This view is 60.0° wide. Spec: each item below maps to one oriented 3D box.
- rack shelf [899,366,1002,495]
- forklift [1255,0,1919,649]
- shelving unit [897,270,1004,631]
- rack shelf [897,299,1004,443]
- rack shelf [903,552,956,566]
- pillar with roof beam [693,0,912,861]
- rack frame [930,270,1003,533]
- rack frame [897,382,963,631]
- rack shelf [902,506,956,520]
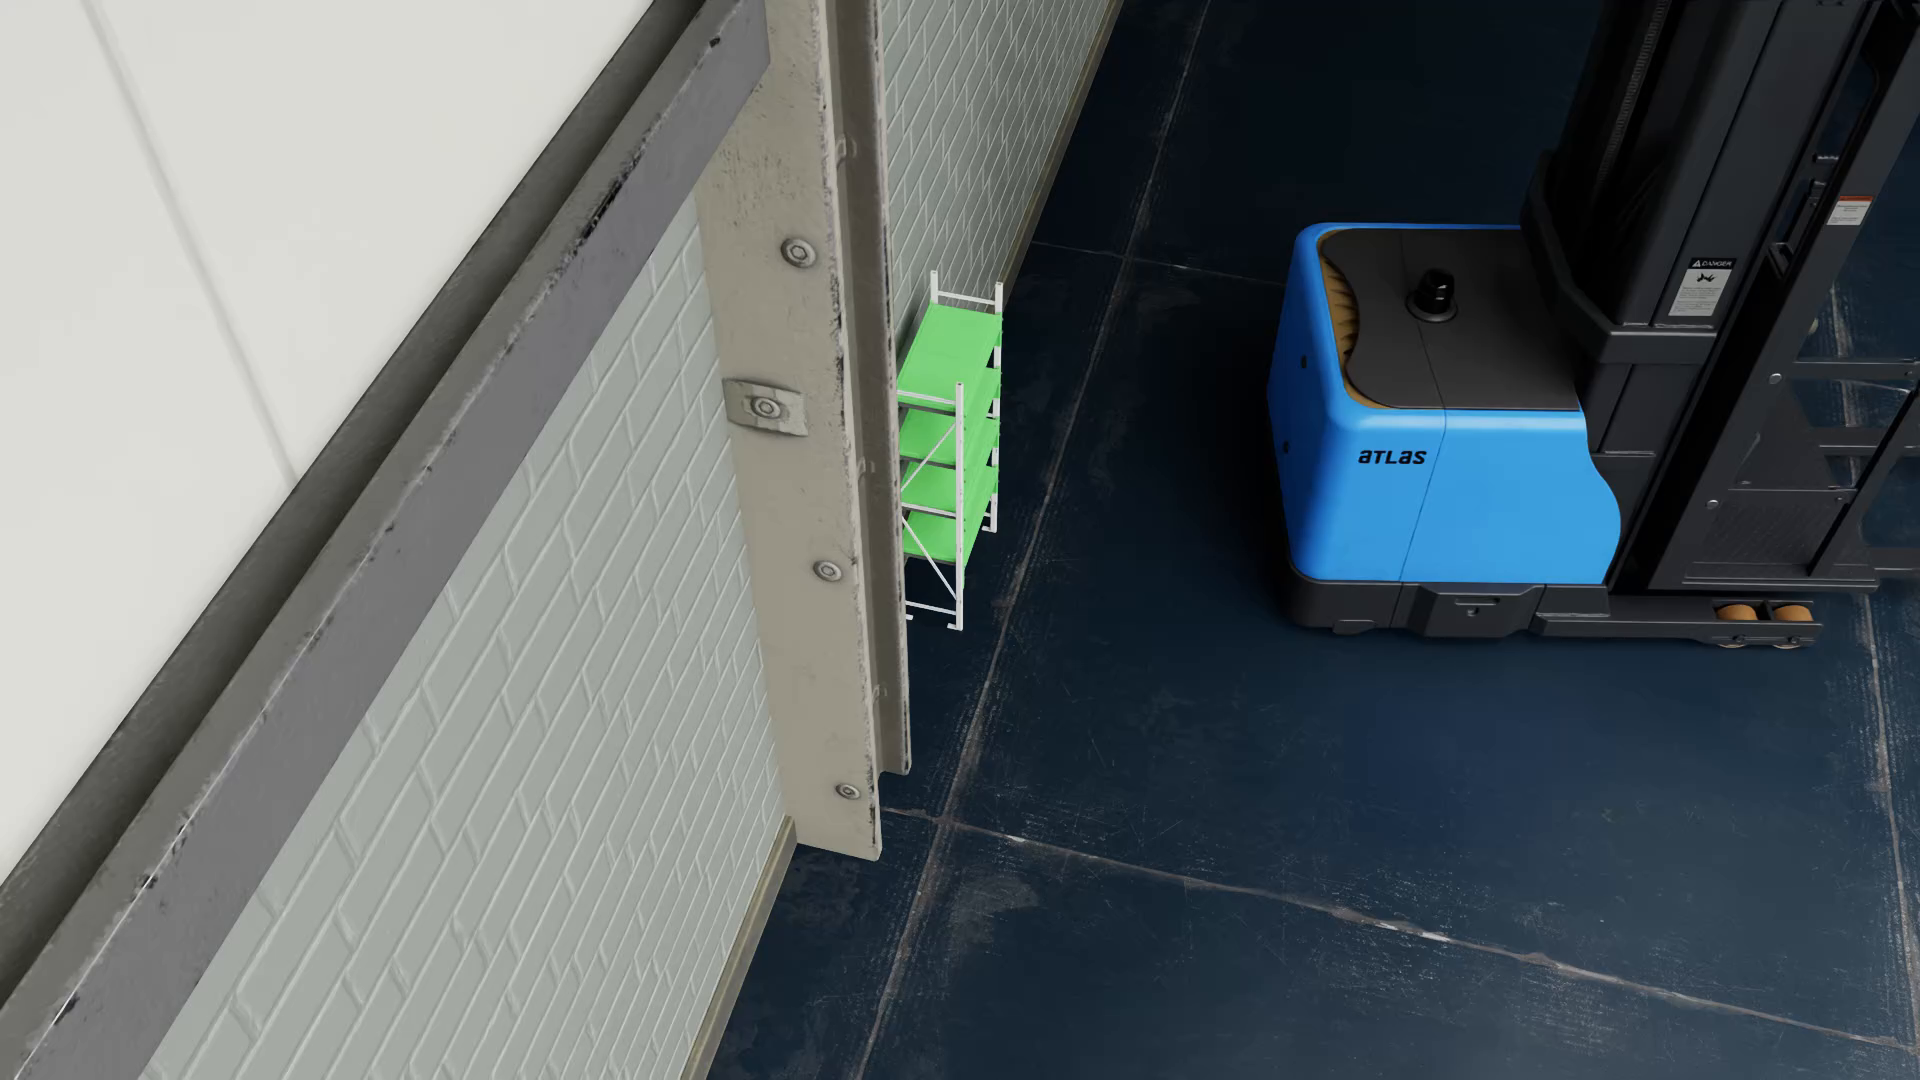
[{"bbox_3d":[-0.044,-0.394,5.562,0.258,0.148,0.480,12,50,10],"label":"rack shelf"},{"bbox_3d":[2.661,-0.990,5.169,3.031,2.935,1.130,1,49,1],"label":"forklift"},{"bbox_3d":[-0.044,-0.277,5.694,0.258,1.200,0.503,12,50,10],"label":"shelving unit"},{"bbox_3d":[-0.044,-0.553,5.382,0.258,0.148,0.480,12,50,10],"label":"rack shelf"},{"bbox_3d":[-0.044,-0.095,5.901,0.199,0.029,0.442,12,50,10],"label":"rack shelf"},{"bbox_3d":[3.791,-1.270,1.369,9.100,9.000,0.400,12,50,10],"label":"pillar with roof beam"},{"bbox_3d":[0.021,-0.454,5.850,0.240,1.200,0.015,12,50,10],"label":"rack frame"},{"bbox_3d":[-0.108,-0.101,5.539,0.240,1.200,0.015,12,50,10],"label":"rack frame"},{"bbox_3d":[-0.044,-0.254,5.721,0.199,0.029,0.442,12,50,10],"label":"rack shelf"}]
